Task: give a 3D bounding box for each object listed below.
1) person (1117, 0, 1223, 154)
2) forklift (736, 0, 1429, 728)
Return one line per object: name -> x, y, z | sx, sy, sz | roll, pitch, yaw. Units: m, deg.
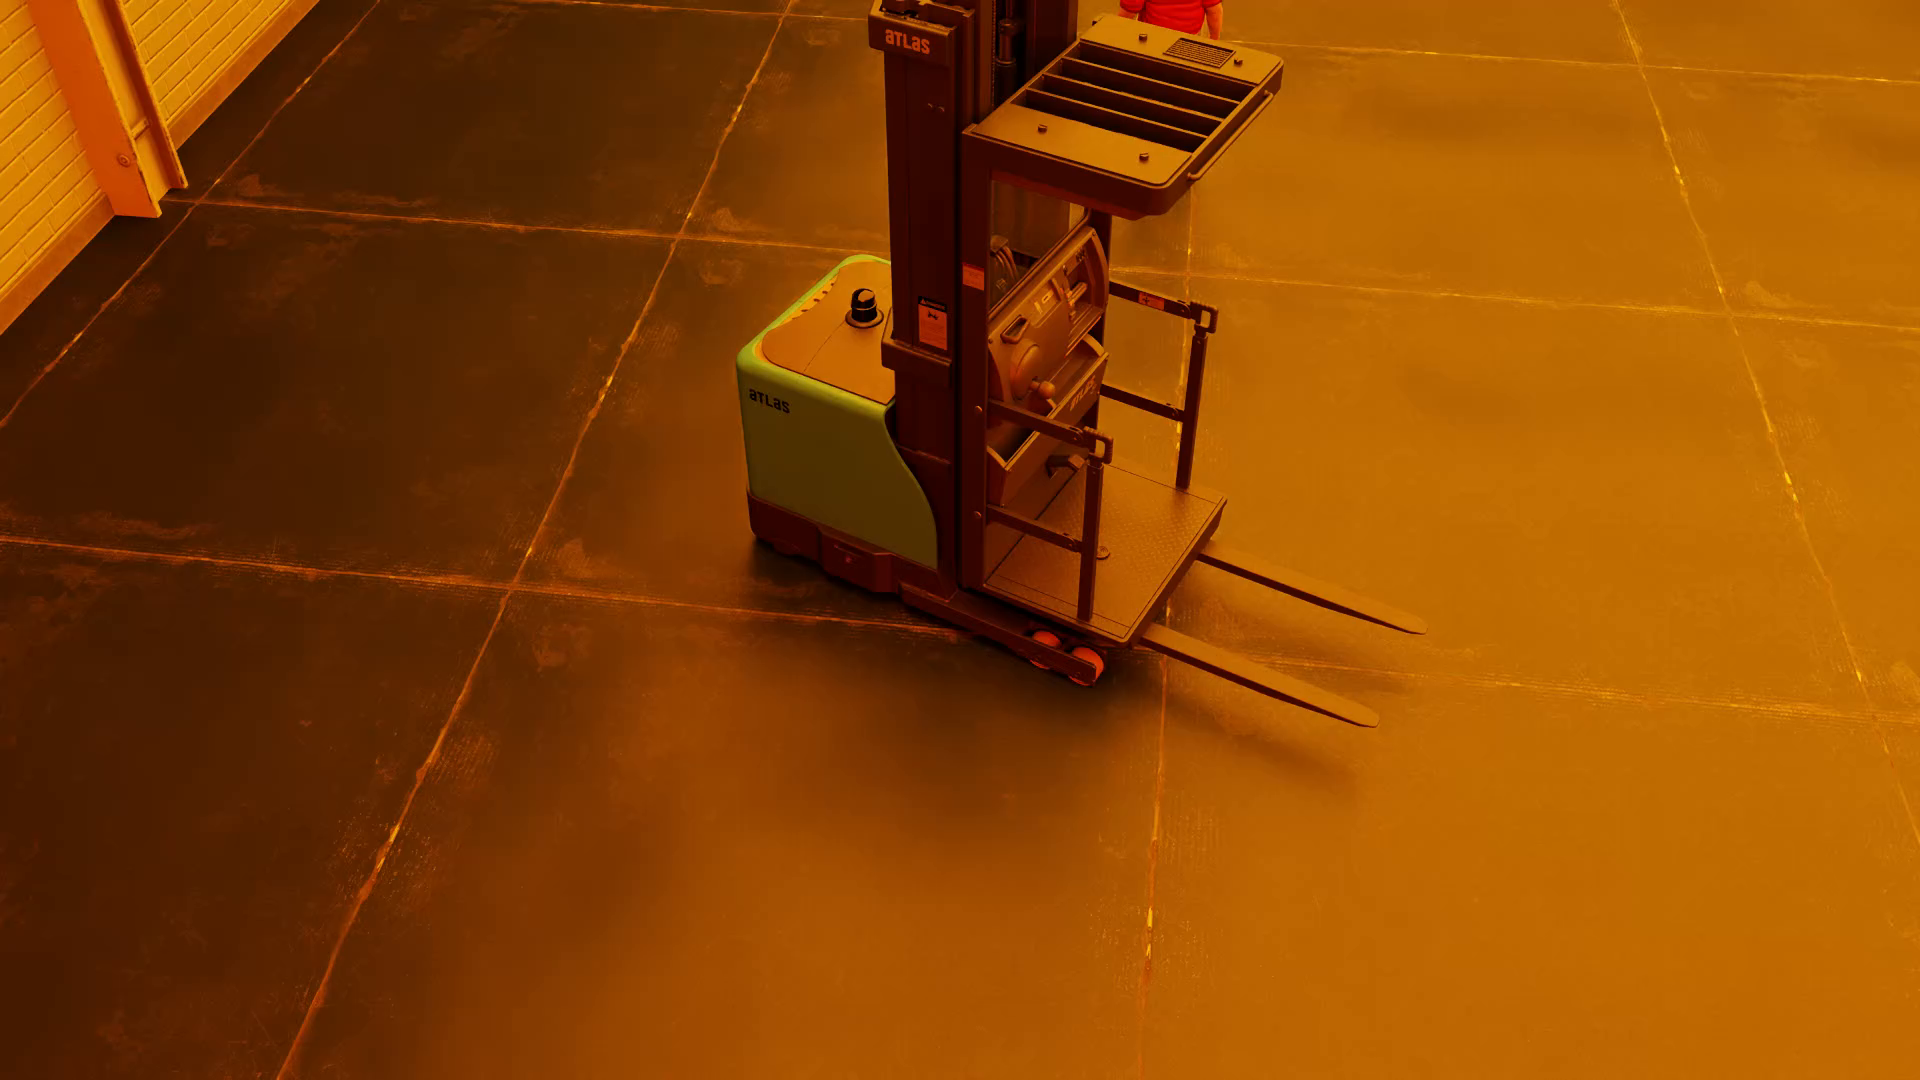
person -> 1.207, -2.918, 9.779 | 0.640, 1.727, 0.551 | -1, 43, -1
forklift -> 0.544, -0.866, 6.667 | 3.031, 2.935, 1.130 | 21, 47, 22
